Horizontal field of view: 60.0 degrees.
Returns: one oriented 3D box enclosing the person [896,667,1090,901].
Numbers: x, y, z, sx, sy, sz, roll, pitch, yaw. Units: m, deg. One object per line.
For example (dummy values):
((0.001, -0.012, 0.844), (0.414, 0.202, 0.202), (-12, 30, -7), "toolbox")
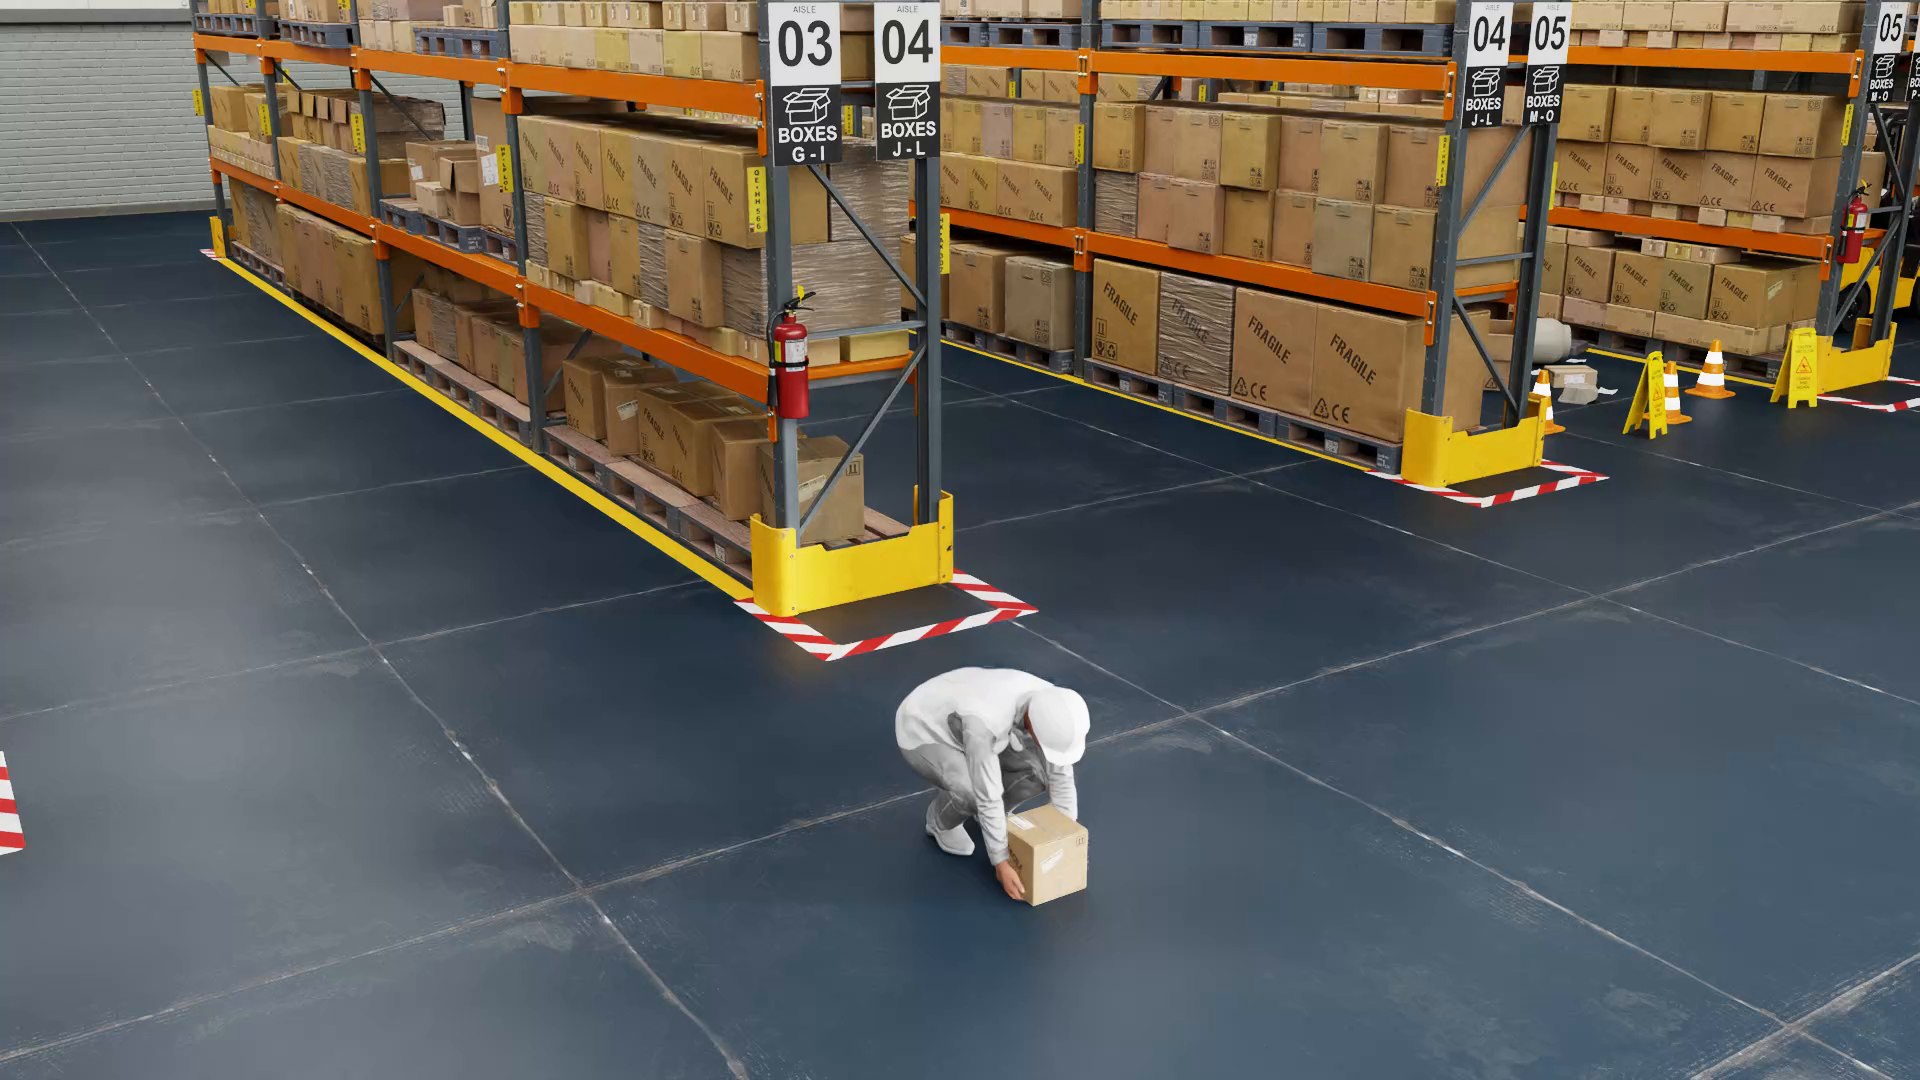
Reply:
((0.139, 0.870, 6.499), (0.508, 0.852, 0.948), (-12, 21, -32), "person")
